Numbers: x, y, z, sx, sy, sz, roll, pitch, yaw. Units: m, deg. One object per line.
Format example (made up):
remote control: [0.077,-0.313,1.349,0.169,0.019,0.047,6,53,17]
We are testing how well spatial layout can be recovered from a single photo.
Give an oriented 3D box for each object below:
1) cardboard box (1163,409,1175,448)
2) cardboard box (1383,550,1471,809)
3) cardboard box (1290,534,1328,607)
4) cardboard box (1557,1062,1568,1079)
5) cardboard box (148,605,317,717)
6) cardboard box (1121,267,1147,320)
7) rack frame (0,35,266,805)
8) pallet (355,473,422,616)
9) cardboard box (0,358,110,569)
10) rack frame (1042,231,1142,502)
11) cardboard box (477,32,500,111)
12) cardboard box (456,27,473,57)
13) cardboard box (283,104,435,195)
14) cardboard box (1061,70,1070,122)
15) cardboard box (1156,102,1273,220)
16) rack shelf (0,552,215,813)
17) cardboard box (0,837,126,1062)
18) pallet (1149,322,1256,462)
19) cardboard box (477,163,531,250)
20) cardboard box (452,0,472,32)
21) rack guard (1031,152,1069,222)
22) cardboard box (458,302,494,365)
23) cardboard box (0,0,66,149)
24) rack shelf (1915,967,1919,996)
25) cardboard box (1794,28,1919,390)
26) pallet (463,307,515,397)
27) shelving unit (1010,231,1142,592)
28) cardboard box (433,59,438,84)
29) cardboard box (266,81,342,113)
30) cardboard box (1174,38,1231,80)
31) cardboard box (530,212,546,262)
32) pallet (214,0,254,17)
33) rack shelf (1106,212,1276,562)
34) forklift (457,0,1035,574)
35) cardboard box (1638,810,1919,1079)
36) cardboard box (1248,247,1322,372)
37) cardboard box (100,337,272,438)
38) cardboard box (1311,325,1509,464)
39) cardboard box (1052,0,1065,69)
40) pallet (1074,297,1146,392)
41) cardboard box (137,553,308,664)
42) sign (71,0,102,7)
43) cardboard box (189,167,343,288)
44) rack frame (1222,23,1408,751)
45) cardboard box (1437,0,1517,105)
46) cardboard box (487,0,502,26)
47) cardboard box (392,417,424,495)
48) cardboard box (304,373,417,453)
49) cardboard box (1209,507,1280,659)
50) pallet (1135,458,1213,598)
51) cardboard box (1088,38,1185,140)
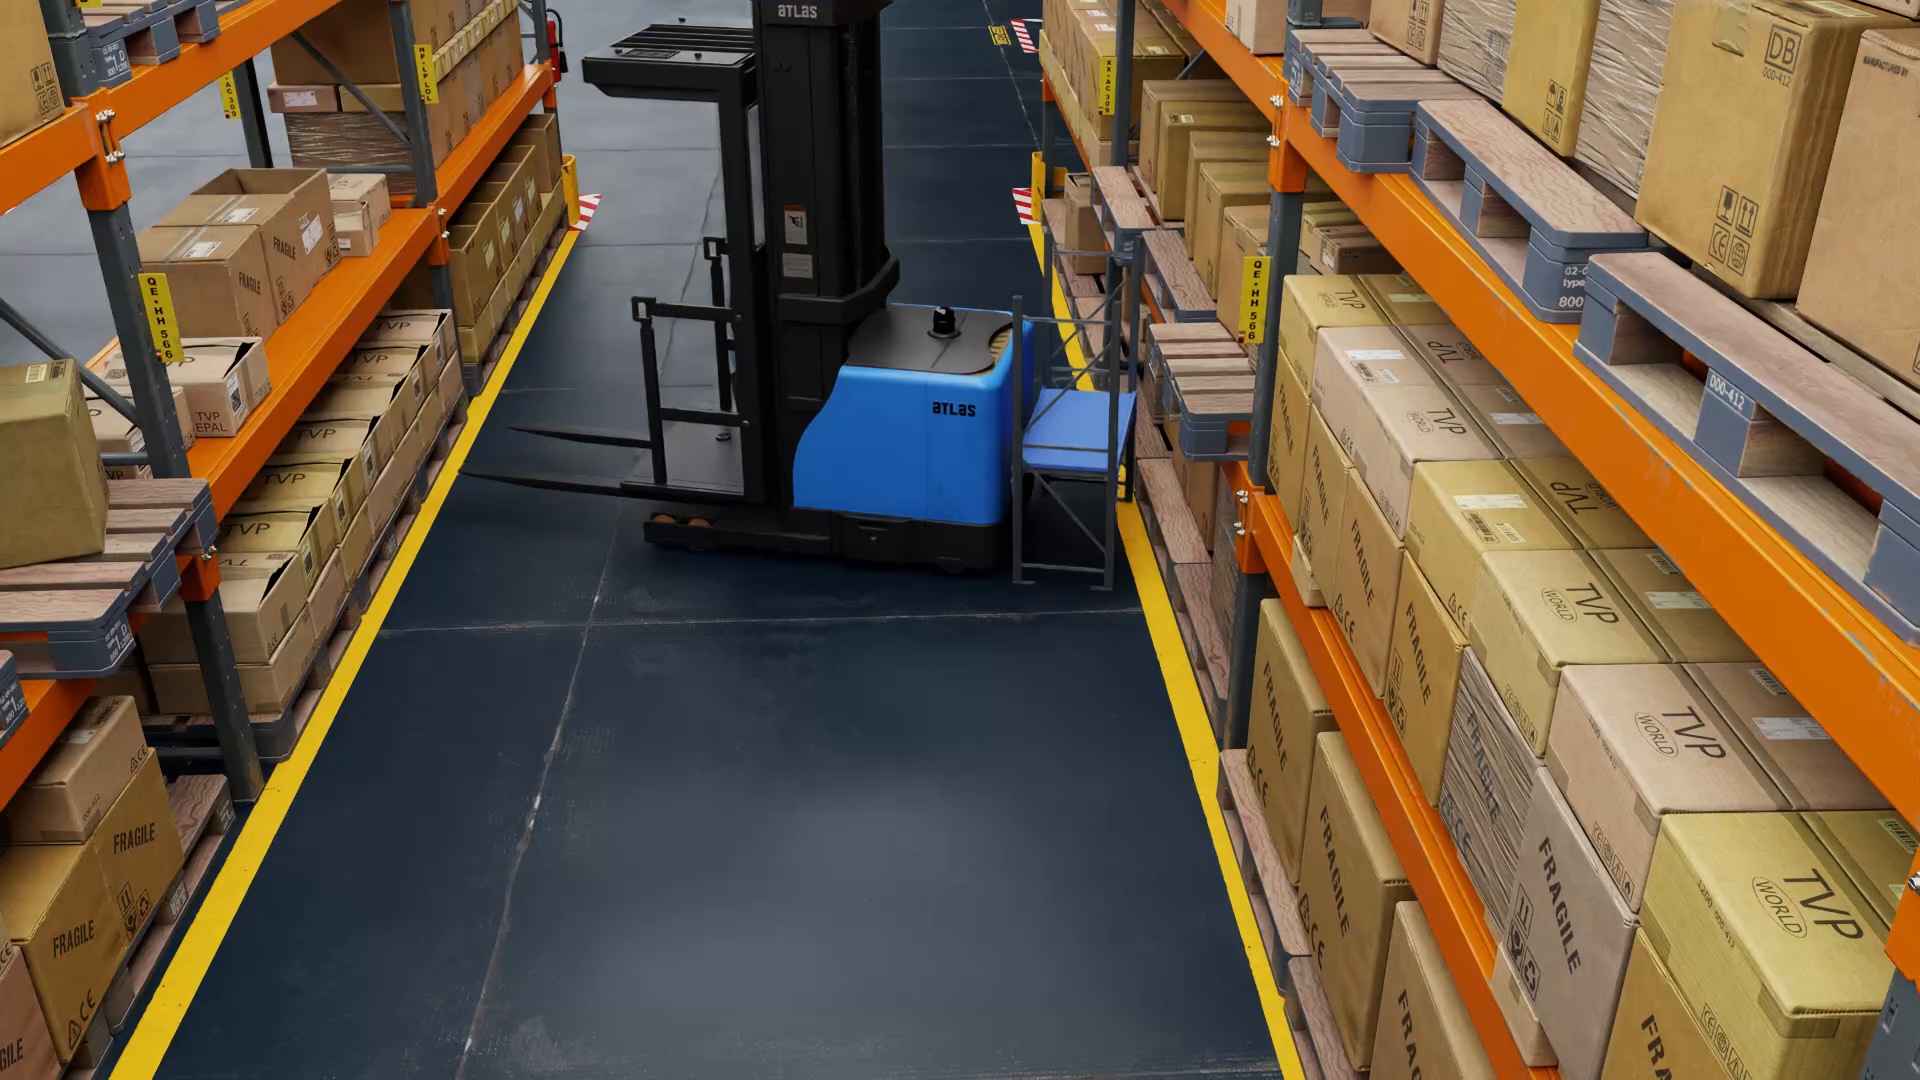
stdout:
cardboard box: [1.527,-0.759,9.189,0.700,0.500,0.500,-2,28,-4]
cardboard box: [1.452,0.355,4.375,0.500,0.500,0.500,-1,28,-1]
cardboard box: [1.324,0.099,5.566,0.380,0.149,0.250,-1,28,-1]
cardboard box: [1.507,1.162,3.529,0.380,0.149,0.250,-1,28,-1]
cardboard box: [-3.077,0.503,7.061,0.500,0.250,0.500,-1,28,-3]
cardboard box: [1.301,-1.814,11.213,0.500,0.500,0.500,-3,28,-7]
rack frame: [-3.343,-0.281,6.045,1.000,3.000,0.127,-1,28,-3]
pallet: [-3.407,0.012,8.498,1.003,0.211,1.213,-1,28,-3]
cardboard box: [-3.197,-0.223,5.372,0.700,0.500,0.500,-11,29,-20]
rack frame: [0.691,-0.897,8.839,0.500,1.500,0.032,4,28,10]
cardboard box: [-3.696,-3.332,11.787,0.700,0.500,0.500,-1,28,-2]
cardboard box: [-3.457,-3.304,11.032,0.380,0.149,0.250,-2,28,-3]
cardboard box: [-3.581,-2.377,9.956,0.700,0.500,0.500,-2,28,-4]
cardboard box: [0.981,-3.098,11.586,0.500,0.250,0.500,-1,28,-2]
cardboard box: [1.410,-1.995,8.747,0.700,0.500,0.500,1,28,3]
rack shelf: [-3.238,0.962,4.440,1.077,0.370,4.000,-1,28,-3]
cardboard box: [-3.033,1.298,5.246,0.500,0.500,0.500,-2,28,-5]
pallet: [1.460,-0.644,6.948,1.213,0.211,1.003,-1,28,-3]
cardboard box: [-3.344,-2.342,11.705,0.500,0.500,0.500,-1,28,-3]
cardboard box: [-3.660,-3.648,10.989,0.700,0.500,0.500,-1,28,-3]
rack guard: [1.190,-2.953,13.872,1.175,0.500,0.348,-1,28,-3]
cardboard box: [-3.273,-1.317,10.550,0.500,0.250,0.500,-1,28,-3]
cardboard box: [-3.286,-1.454,4.943,0.910,0.500,0.500,-1,28,-3]
rack shelf: [1.917,1.358,0.437,1.077,0.370,4.000,-1,28,-3]
cardboard box: [1.877,-0.533,2.701,0.700,0.500,0.500,-3,28,-5]
pallet: [-3.551,-1.260,10.937,1.003,0.211,1.213,-1,28,-3]
shelving unit: [0.597,-0.666,8.396,0.538,1.500,1.048,4,28,10]
cardboard box: [-3.401,-2.824,10.111,0.380,0.149,0.250,-2,28,-4]
cardboard box: [-3.780,-2.580,9.644,0.380,0.149,0.250,-1,28,-3]
cardboard box: [1.579,-2.746,10.102,0.500,0.500,0.500,-2,28,-4]
cardboard box: [-3.371,-2.240,12.321,0.500,0.250,0.500,-1,28,-3]
pallet: [-3.529,-2.355,6.982,1.003,0.211,1.213,0,28,0]
rack shelf: [1.500,-1.007,8.215,1.077,0.370,4.000,-1,28,-3]
forklift: [-1.169,-1.471,8.401,3.031,2.935,1.130,6,28,11]
cardboard box: [1.533,0.718,2.867,0.500,0.250,0.500,-1,28,-1]
cardboard box: [1.570,-0.858,6.568,0.700,0.500,0.500,-5,28,-9]
cardboard box: [-3.196,-0.659,6.866,0.500,0.311,0.500,-2,28,-3]
cardboard box: [1.399,-0.456,5.118,0.500,0.250,0.500,-2,28,-3]
cardboard box: [0.948,-3.677,11.885,0.500,0.500,0.500,-2,28,-4]
pallet: [1.325,-1.322,11.057,1.003,0.211,1.213,-1,28,-3]
cardboard box: [-3.077,0.255,6.931,0.500,0.311,0.500,0,28,-1]
sign: [-2.801,-1.852,5.255,0.100,0.325,0.005,-1,28,-3]
cardboard box: [-3.500,-1.574,8.416,0.500,0.500,0.500,1,28,1]
rack frame: [1.604,-0.402,6.277,1.000,3.000,0.127,-1,28,-3]
cardboard box: [1.767,-1.506,4.565,0.700,0.500,0.500,-3,28,-5]
cardboard box: [-3.511,-3.780,11.945,0.380,0.149,0.250,-1,28,-2]
cardboard box: [-3.189,-0.441,8.871,0.500,0.250,0.500,-1,28,-2]
cardboard box: [-3.187,-0.693,8.748,0.500,0.311,0.500,-1,28,-3]
cardboard box: [1.514,0.180,7.389,0.700,0.500,0.500,-1,28,-2]
pallet: [1.504,-0.089,8.692,1.003,0.211,1.213,-1,28,-3]
cardboard box: [1.062,-2.735,10.080,0.500,0.500,0.500,-1,28,-3]
